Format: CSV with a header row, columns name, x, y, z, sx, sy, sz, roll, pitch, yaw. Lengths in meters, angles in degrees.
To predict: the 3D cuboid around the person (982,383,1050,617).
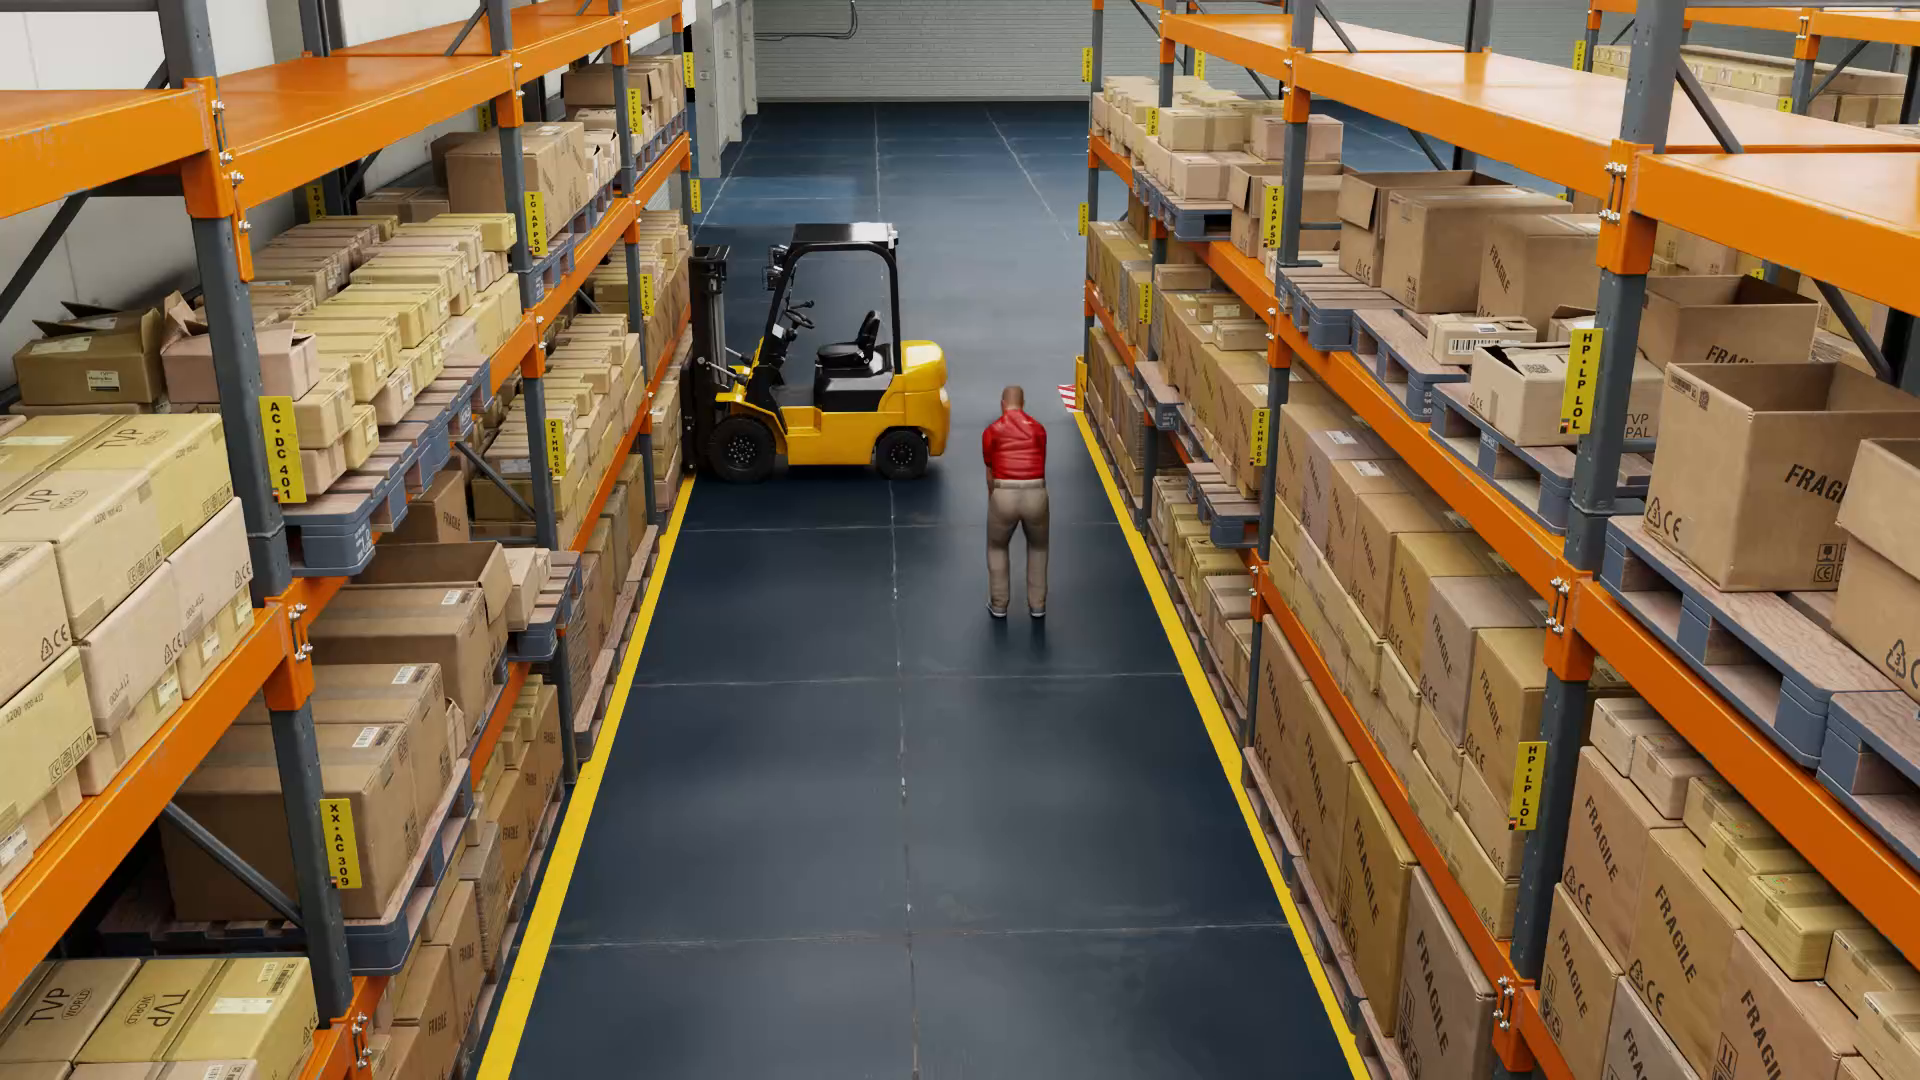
name,x,y,z,sx,sy,sz,roll,pitch,yaw
person,0.401,-0.277,11.970,0.480,1.655,0.606,-1,20,-4
